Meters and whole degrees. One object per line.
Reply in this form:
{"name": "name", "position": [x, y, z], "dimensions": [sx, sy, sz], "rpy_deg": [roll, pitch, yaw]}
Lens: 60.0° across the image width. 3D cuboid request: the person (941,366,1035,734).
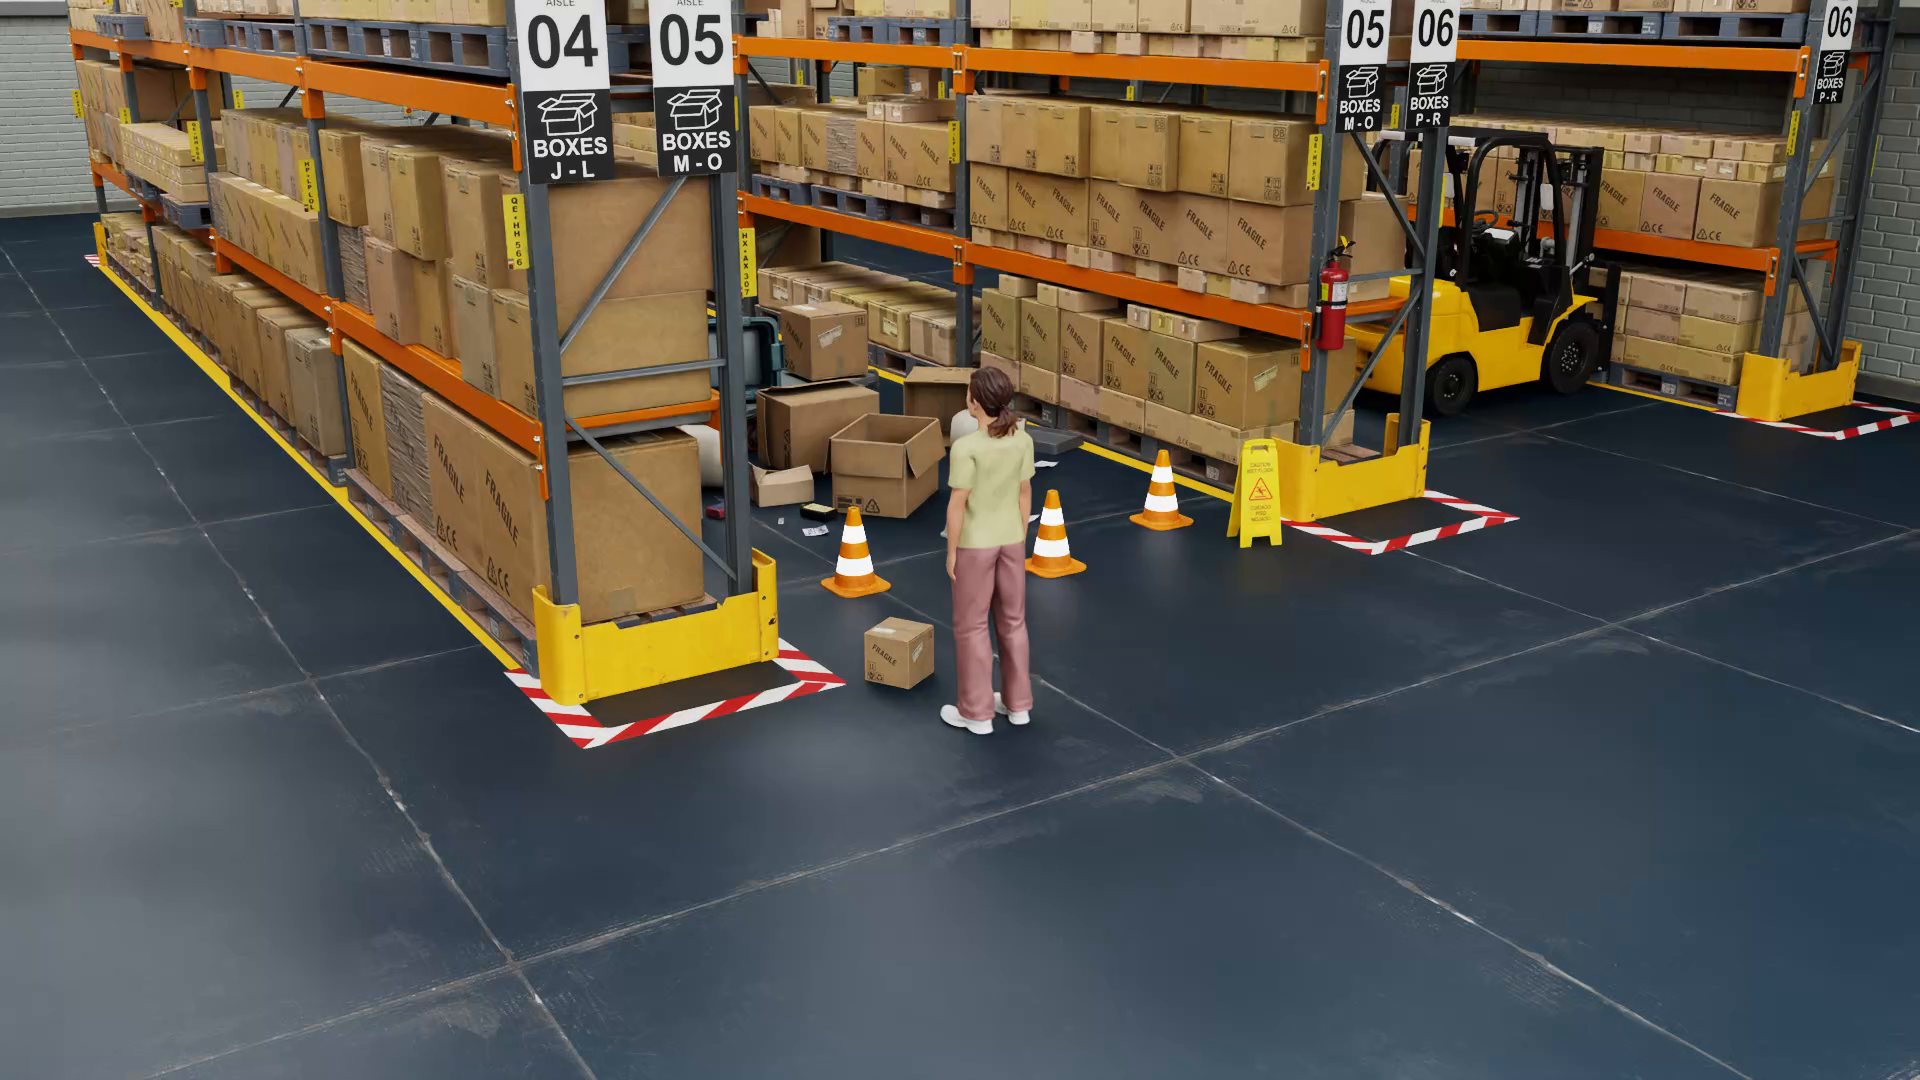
{"name": "person", "position": [0.123, 0.049, 7.421], "dimensions": [0.438, 1.668, 0.349], "rpy_deg": [-11, 21, -30]}
